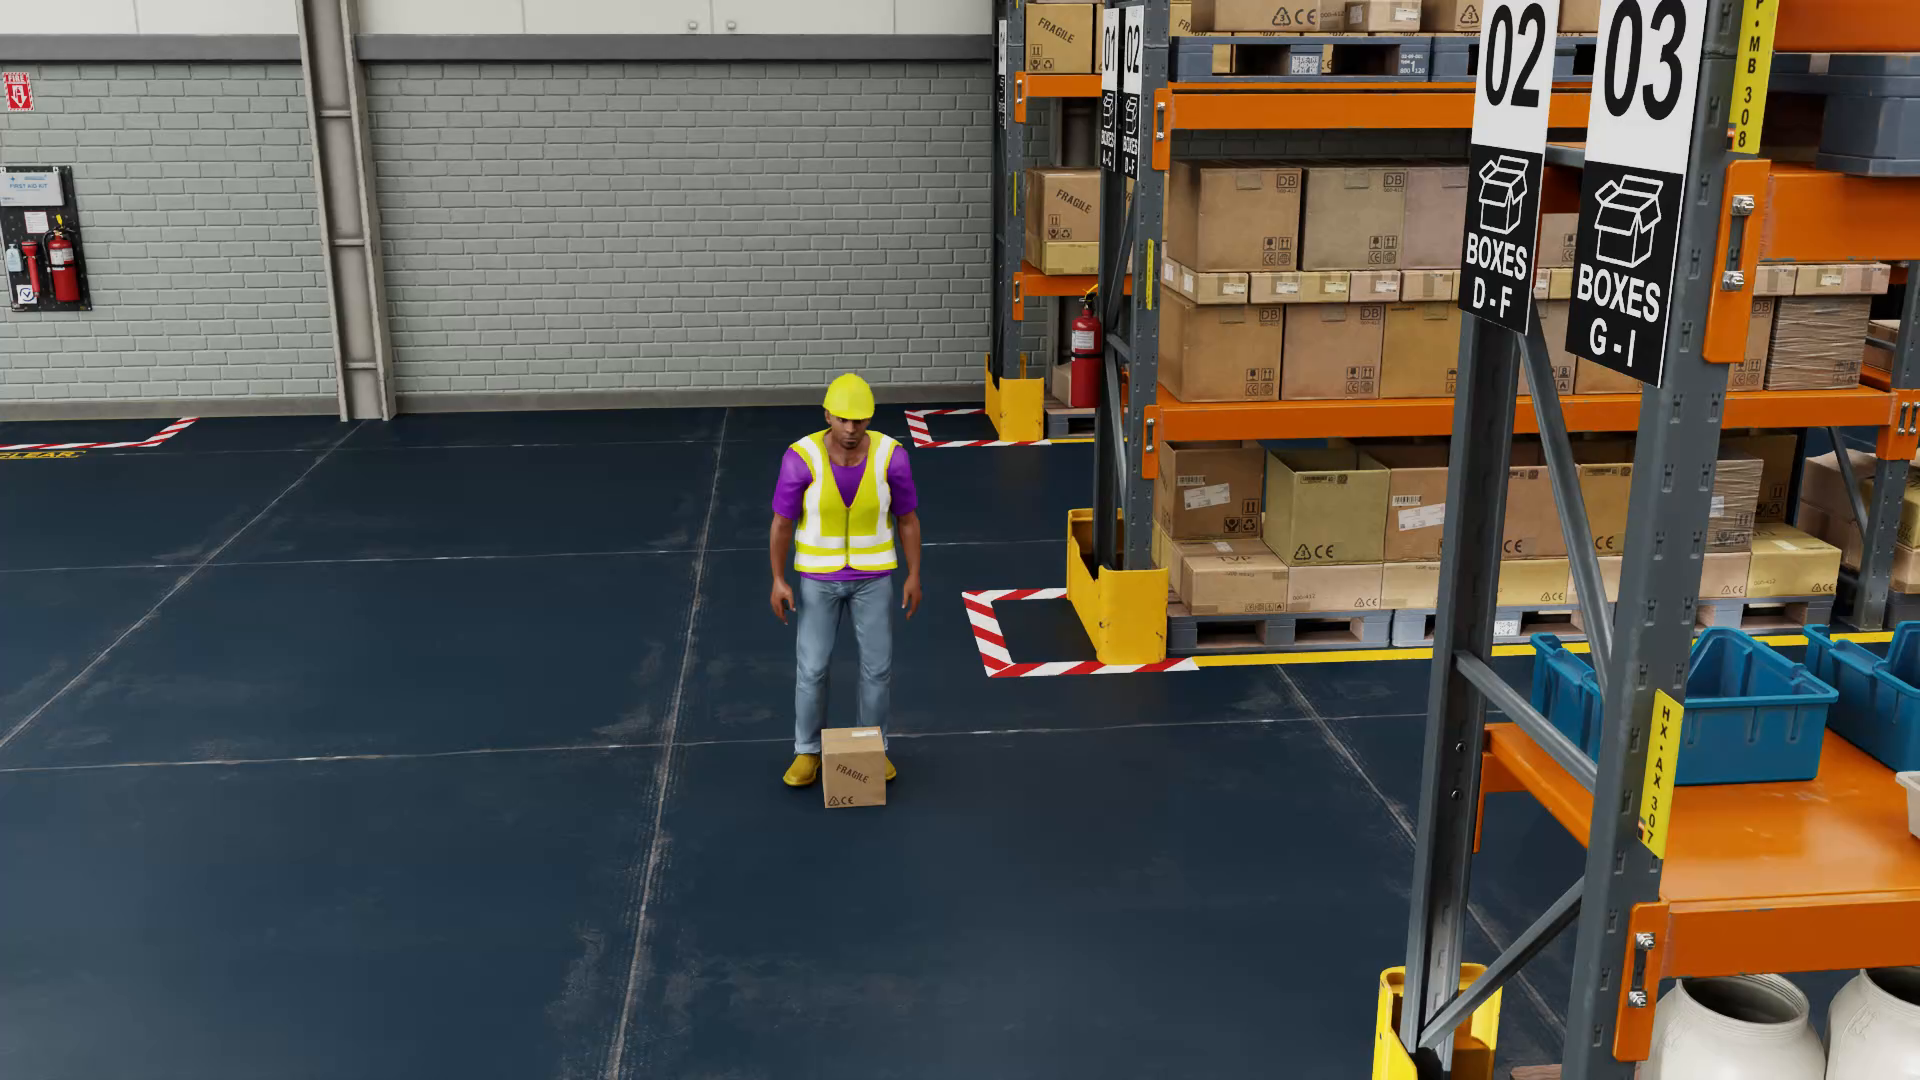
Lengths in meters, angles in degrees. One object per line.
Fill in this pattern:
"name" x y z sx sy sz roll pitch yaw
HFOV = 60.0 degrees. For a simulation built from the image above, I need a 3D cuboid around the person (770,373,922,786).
"person" -0.475 0.164 6.959 0.638 1.761 0.459 -2 17 -7
